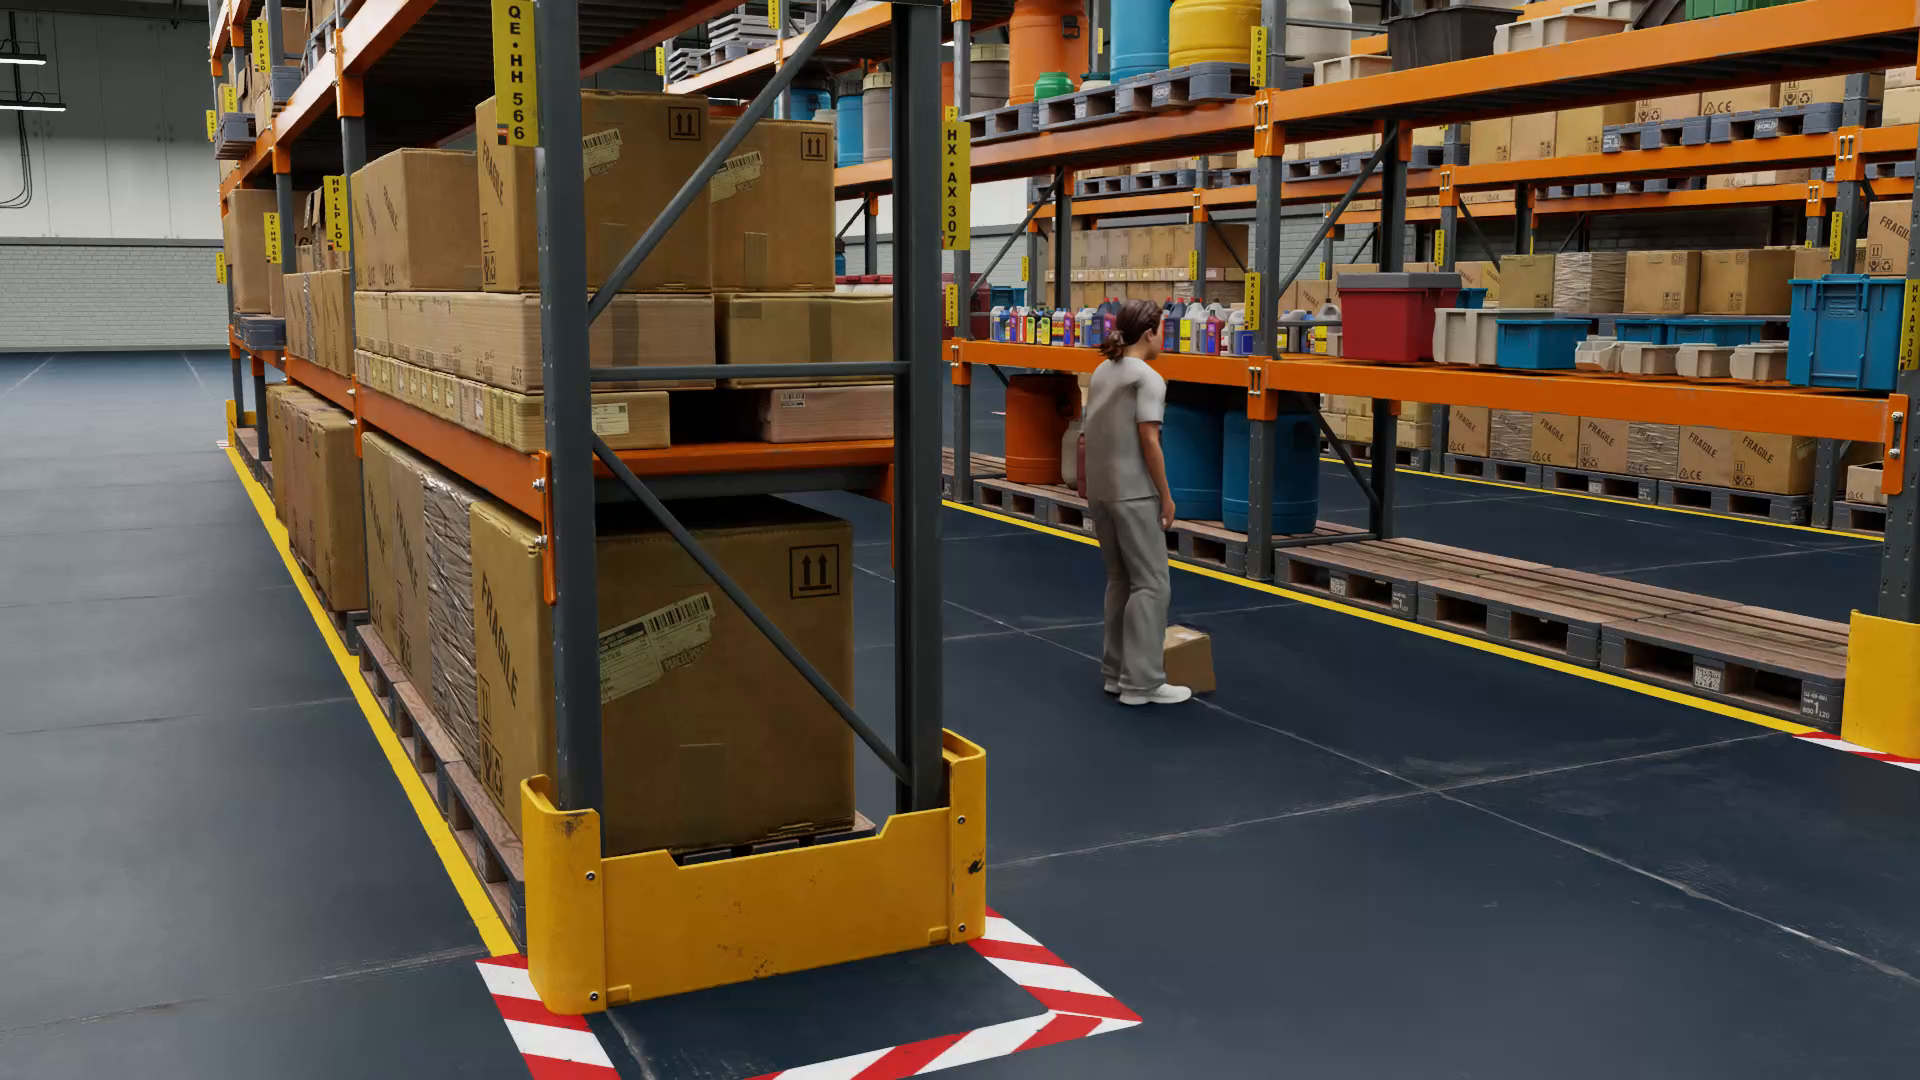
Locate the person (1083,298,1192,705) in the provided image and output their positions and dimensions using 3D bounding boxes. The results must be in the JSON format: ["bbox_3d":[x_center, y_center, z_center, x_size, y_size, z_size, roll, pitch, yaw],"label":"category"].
[{"bbox_3d":[0.738,-0.169,6.976,0.416,1.671,0.508,-5,10,-29],"label":"person"}]
